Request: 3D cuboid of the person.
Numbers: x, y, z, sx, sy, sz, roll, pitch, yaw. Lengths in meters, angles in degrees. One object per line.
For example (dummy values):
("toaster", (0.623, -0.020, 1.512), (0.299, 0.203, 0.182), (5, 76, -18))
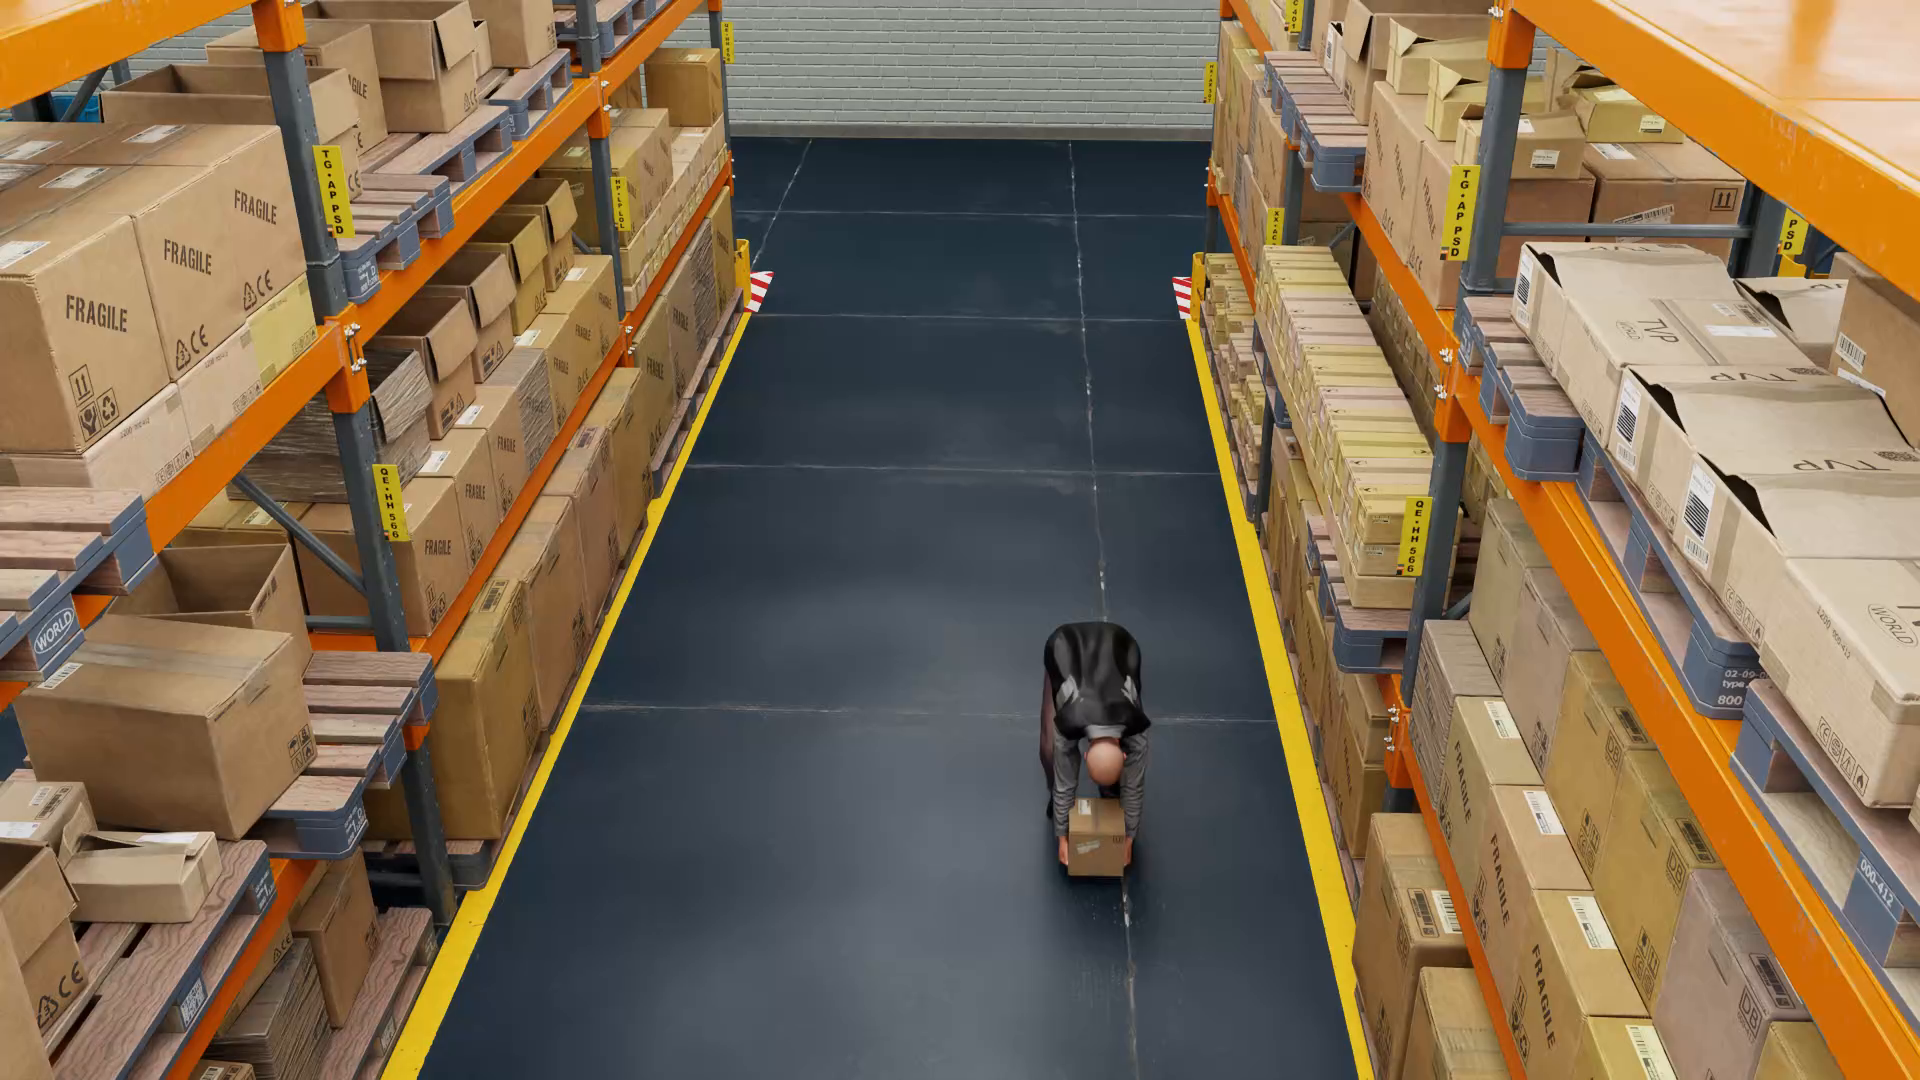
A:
("person", (0.619, 0.937, 7.670), (0.497, 0.973, 0.944), (0, 28, -1))
